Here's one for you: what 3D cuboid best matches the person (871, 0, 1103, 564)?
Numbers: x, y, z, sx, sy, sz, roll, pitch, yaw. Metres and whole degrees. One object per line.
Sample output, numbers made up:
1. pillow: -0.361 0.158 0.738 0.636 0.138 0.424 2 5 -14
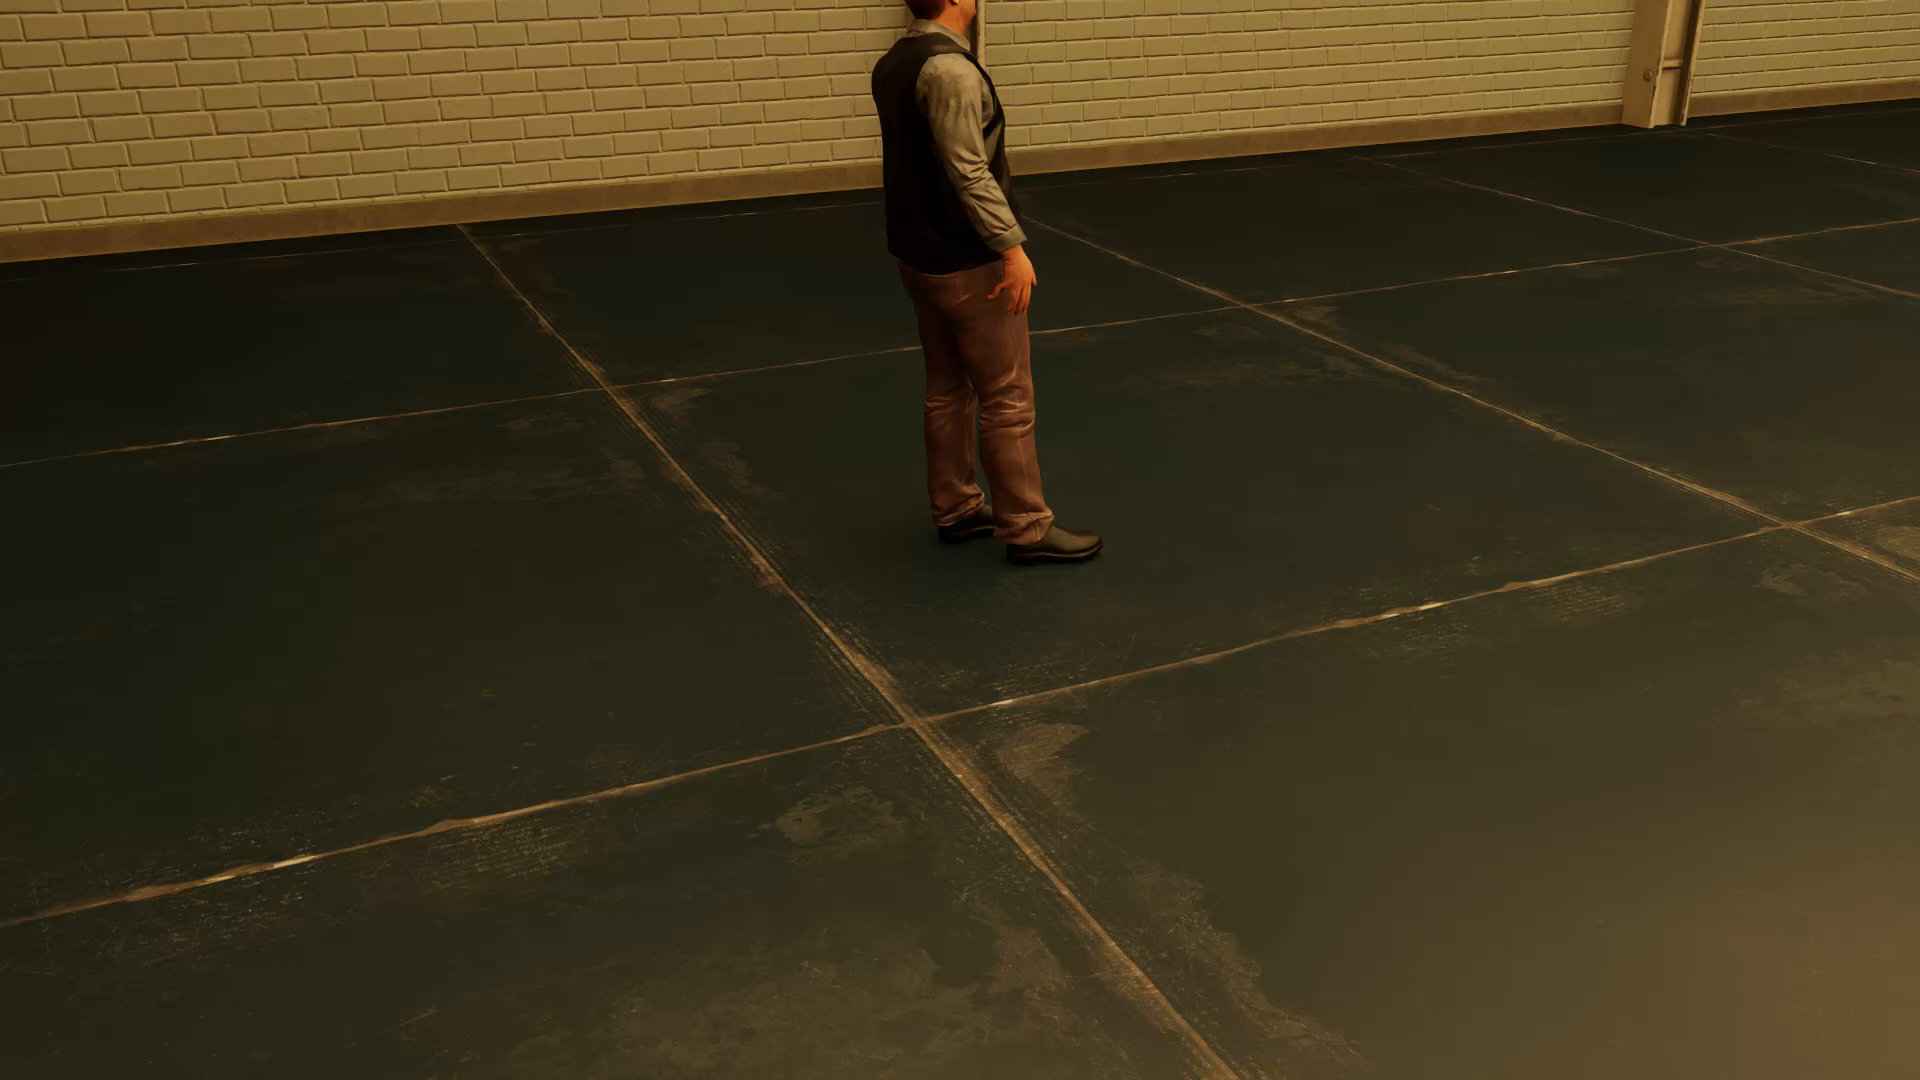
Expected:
1. person: 0.059 -0.809 4.791 0.568 1.720 0.632 -10 25 -23
